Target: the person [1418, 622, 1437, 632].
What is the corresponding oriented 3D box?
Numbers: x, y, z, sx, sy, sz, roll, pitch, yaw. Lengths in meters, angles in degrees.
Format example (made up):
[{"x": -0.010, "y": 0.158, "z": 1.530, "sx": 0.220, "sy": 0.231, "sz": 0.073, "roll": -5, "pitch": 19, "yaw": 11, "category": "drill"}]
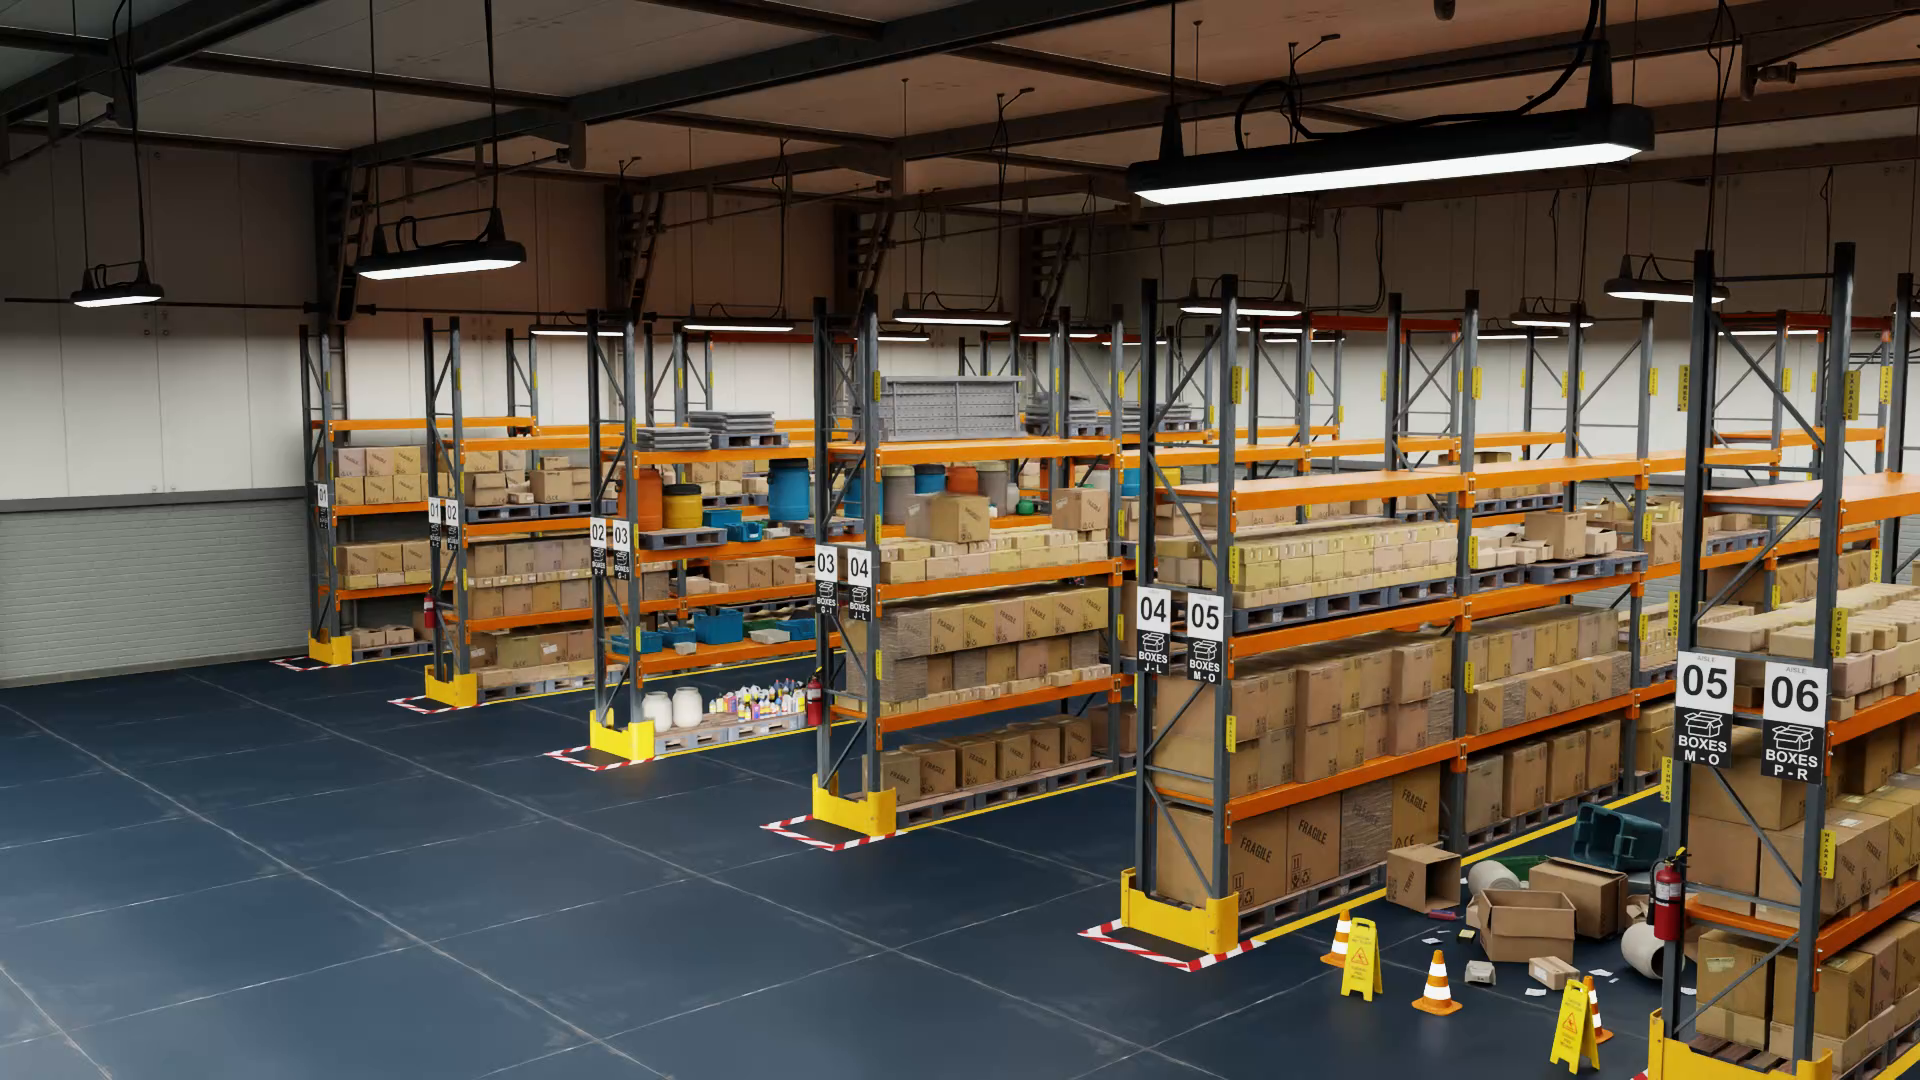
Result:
[{"x": 6.417, "y": 1.969, "z": 23.023, "sx": 1.084, "sy": 1.707, "sz": 0.587, "roll": -5, "pitch": 8, "yaw": -40, "category": "person"}]
